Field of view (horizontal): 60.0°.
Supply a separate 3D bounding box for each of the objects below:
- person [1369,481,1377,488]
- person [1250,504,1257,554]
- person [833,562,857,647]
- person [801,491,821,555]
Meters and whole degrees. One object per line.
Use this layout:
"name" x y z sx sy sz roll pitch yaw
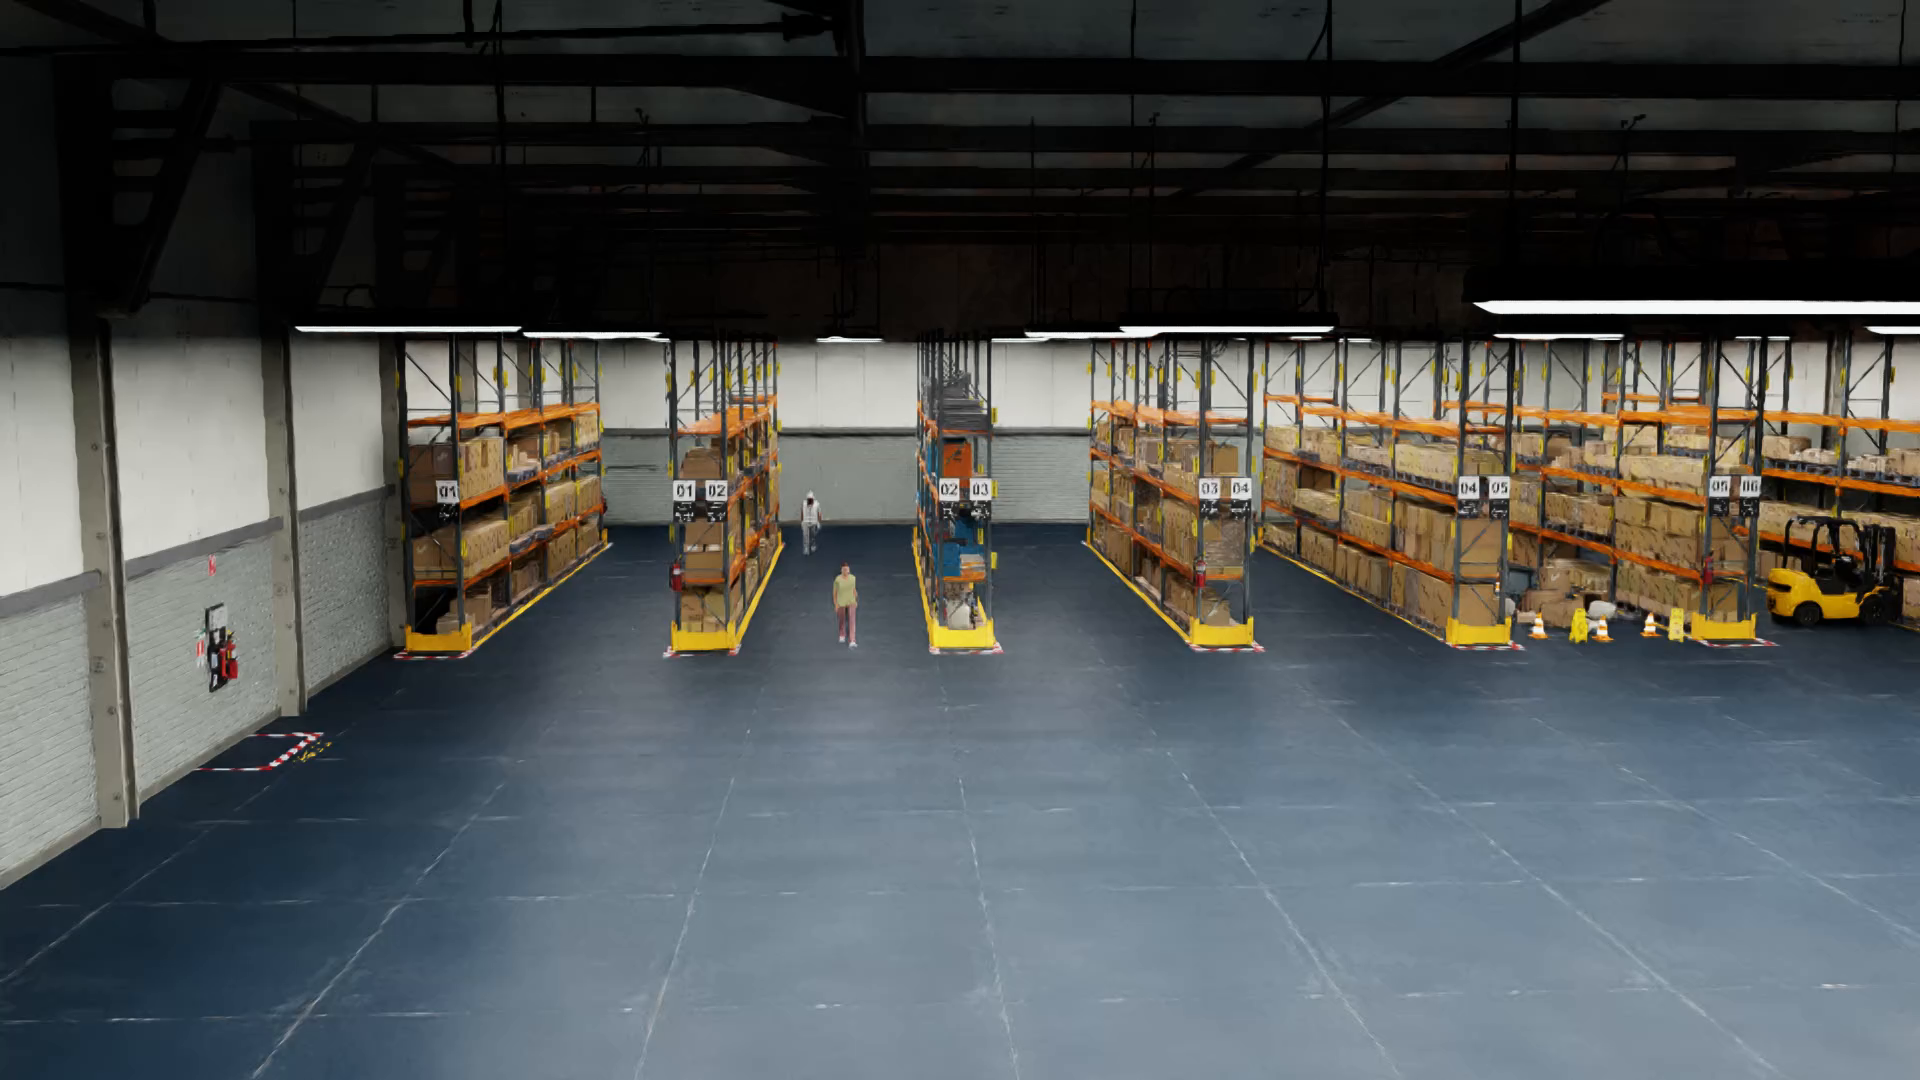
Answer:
"person" 12.909 -1.146 51.729 0.470 1.574 0.506 5 8 35
"person" 7.815 -0.419 45.388 0.580 1.618 0.507 -1 7 -4
"person" -2.186 1.192 31.605 0.451 1.586 1.099 -1 7 -5
"person" -4.073 -0.487 45.405 0.563 1.707 1.127 -1 7 -5
